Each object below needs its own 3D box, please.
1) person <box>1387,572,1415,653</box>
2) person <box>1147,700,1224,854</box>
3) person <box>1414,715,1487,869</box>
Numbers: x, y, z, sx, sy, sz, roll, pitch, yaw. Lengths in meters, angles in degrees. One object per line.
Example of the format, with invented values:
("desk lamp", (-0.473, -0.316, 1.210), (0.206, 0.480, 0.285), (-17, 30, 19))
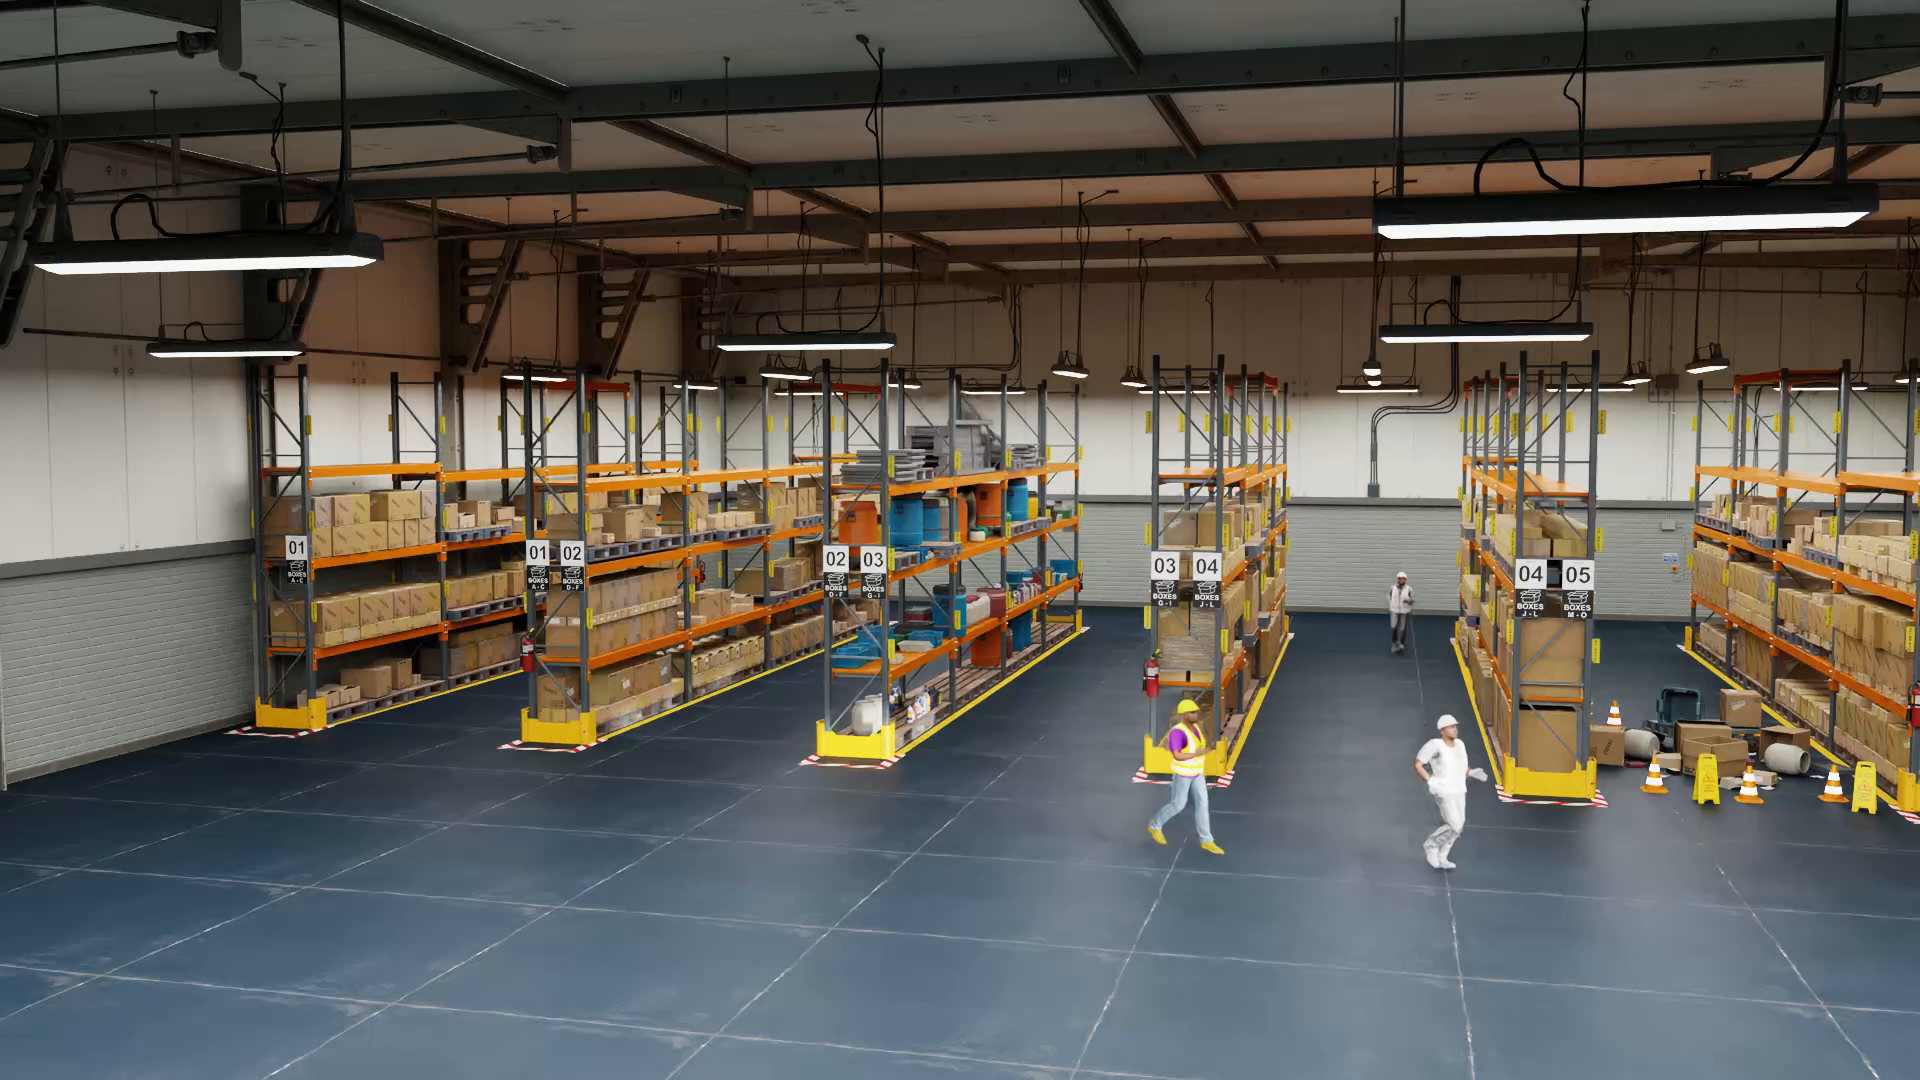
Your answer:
("person", (9.686, 1.607, 36.592), (0.635, 1.811, 0.731), (1, 4, 19))
("person", (2.645, 2.738, 19.434), (0.983, 1.758, 0.691), (3, 5, 41))
("person", (5.521, 2.837, 18.635), (0.679, 1.737, 0.599), (-3, 5, -35))
